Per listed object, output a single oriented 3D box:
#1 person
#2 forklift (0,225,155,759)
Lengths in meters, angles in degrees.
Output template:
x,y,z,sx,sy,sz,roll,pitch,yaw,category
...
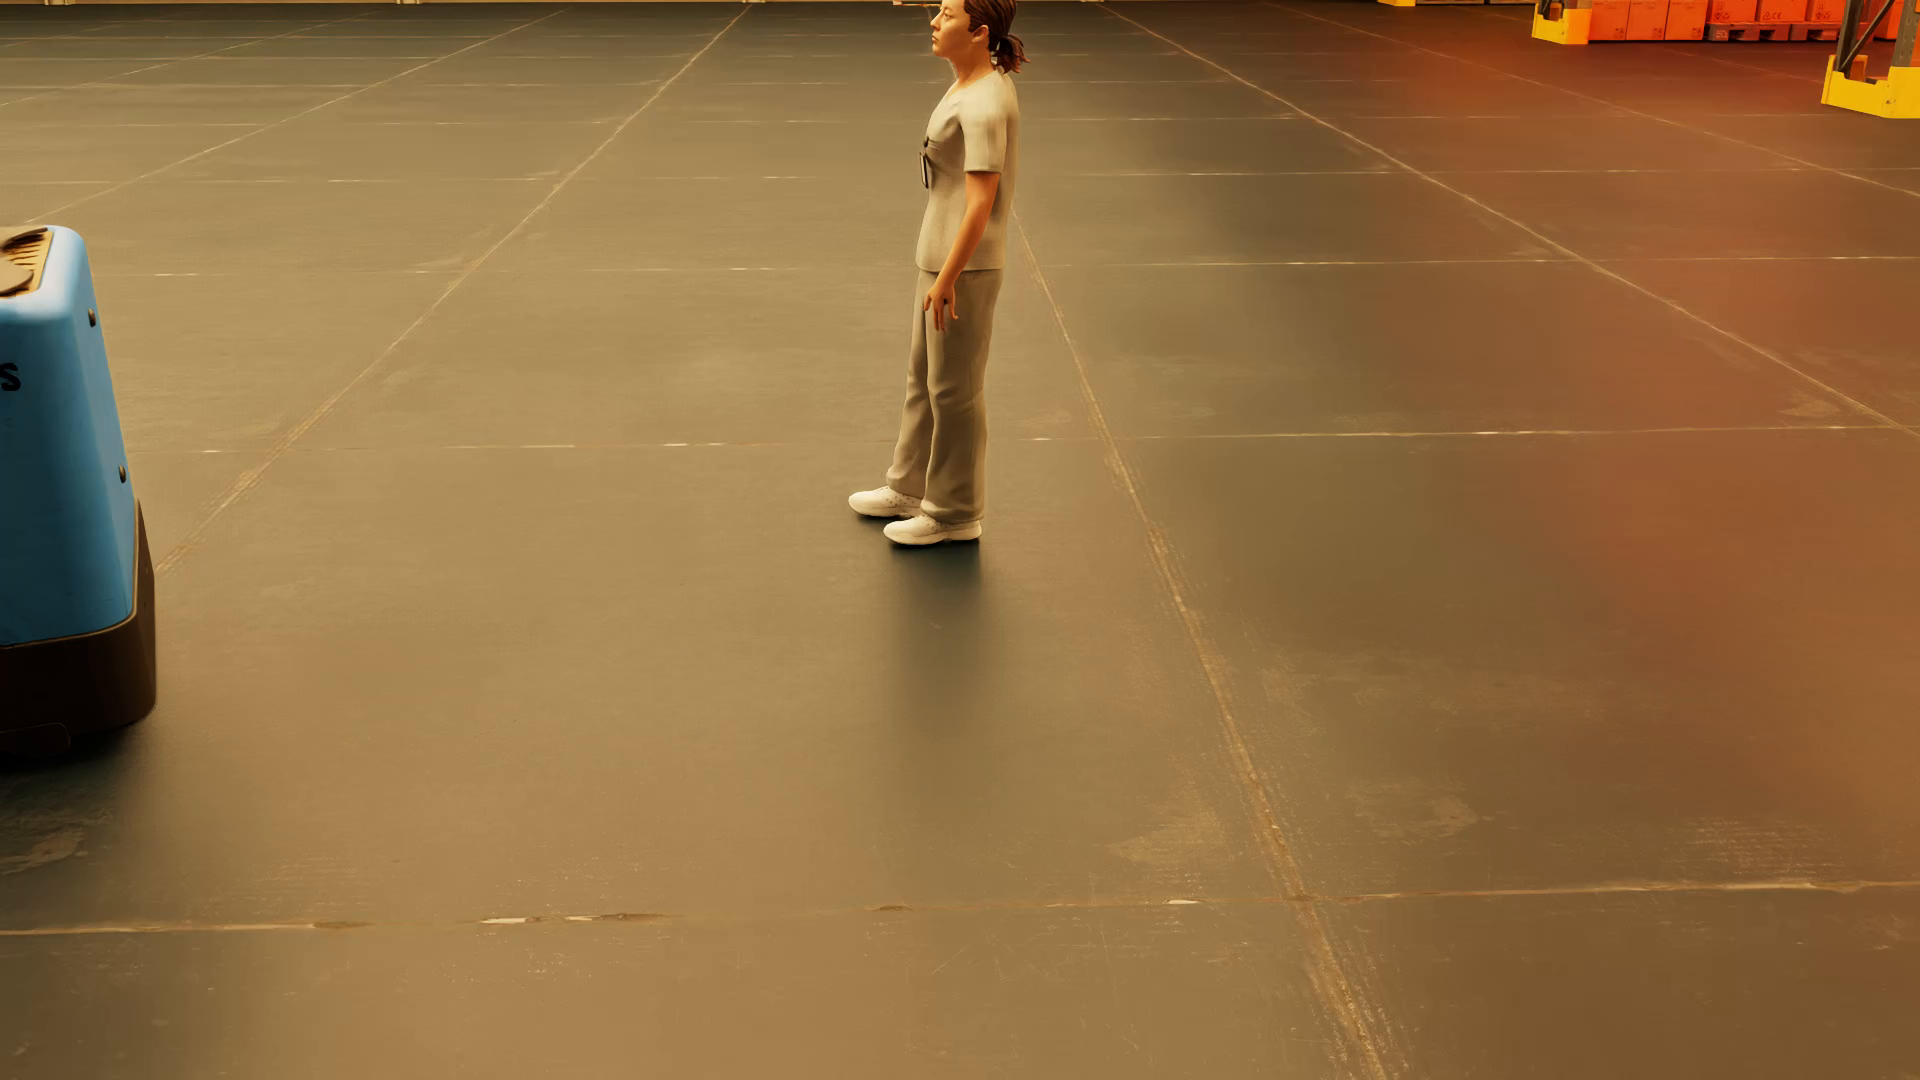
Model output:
x,y,z,sx,sy,sz,roll,pitch,yaw,category
-0.075,-0.791,4.873,0.548,1.673,0.549,-1,21,-3,person
-3.481,-0.819,3.248,3.031,2.935,1.130,-9,23,-23,forklift
